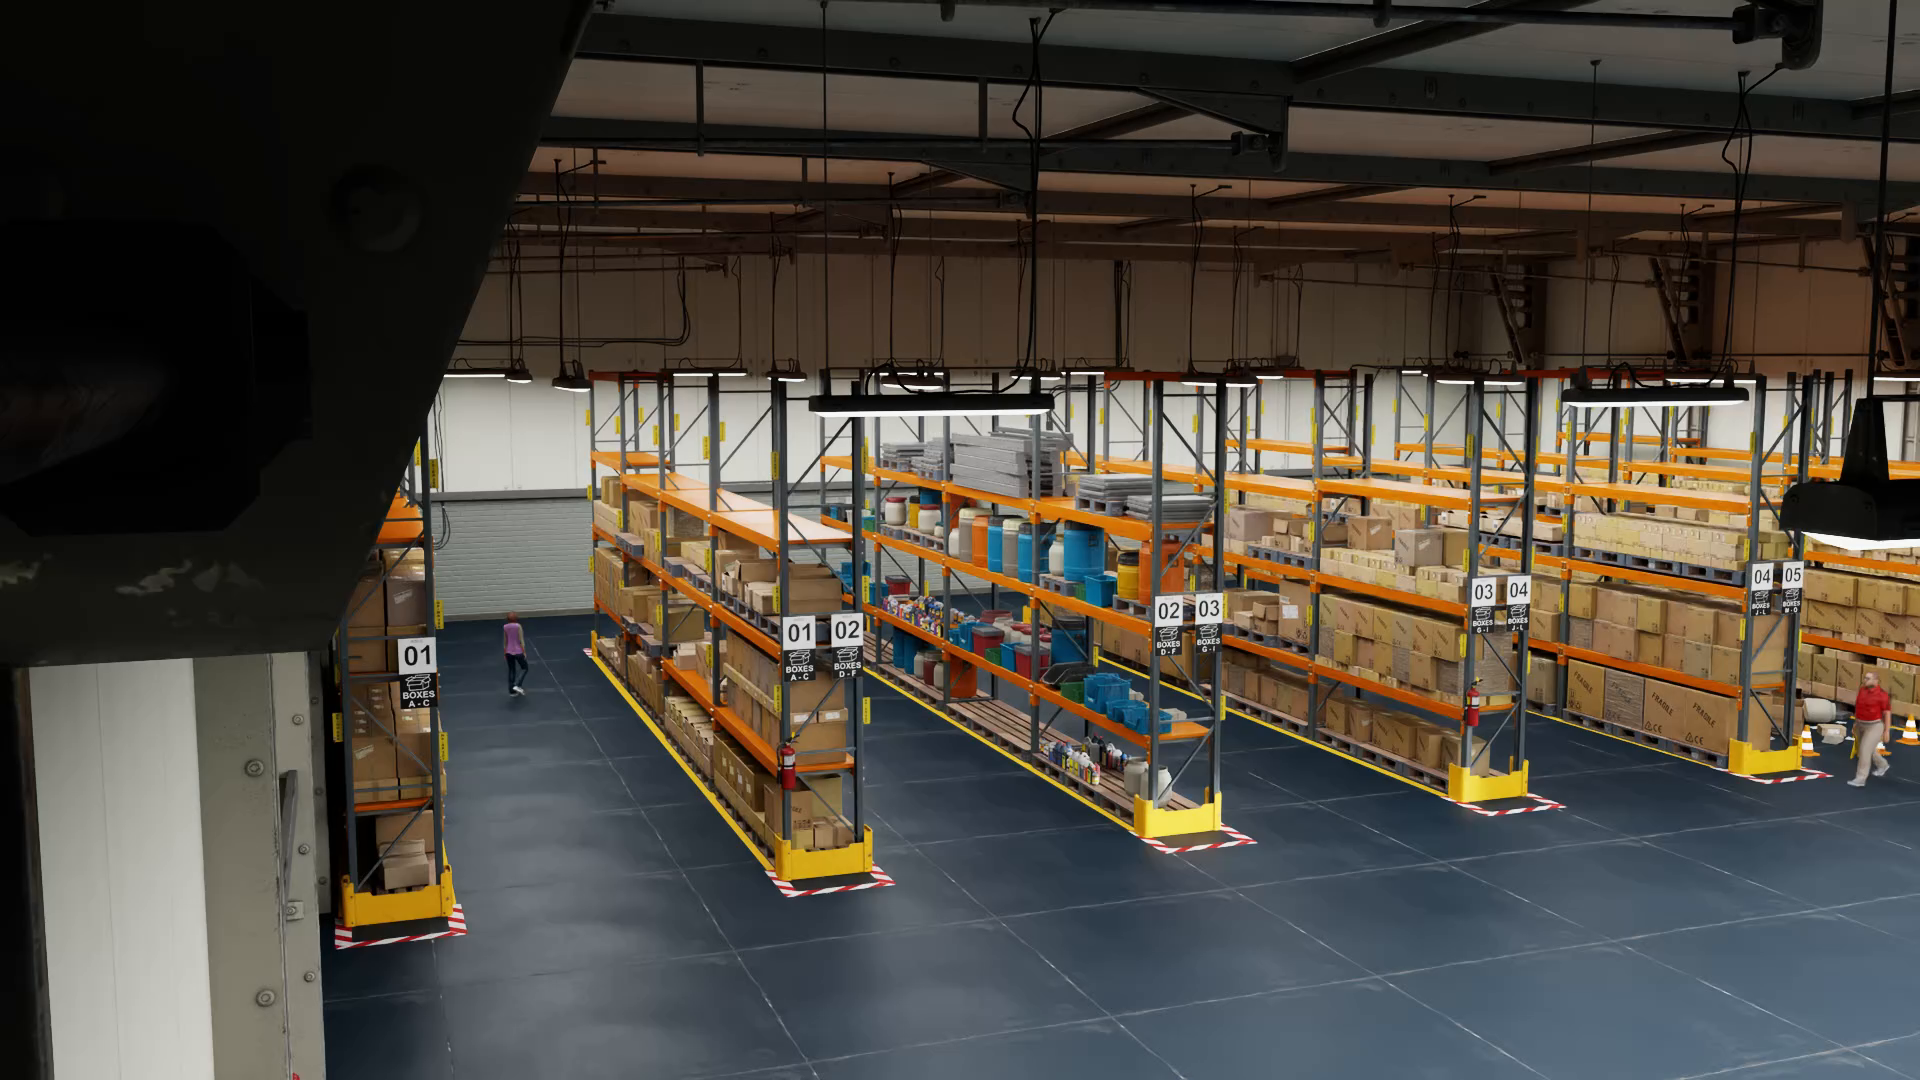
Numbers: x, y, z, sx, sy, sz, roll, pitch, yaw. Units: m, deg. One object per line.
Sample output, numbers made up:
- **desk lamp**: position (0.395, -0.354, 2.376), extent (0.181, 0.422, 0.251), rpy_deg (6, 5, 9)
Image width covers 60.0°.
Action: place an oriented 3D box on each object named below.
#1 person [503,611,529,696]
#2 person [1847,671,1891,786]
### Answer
- **person**: position (-8.254, 2.111, 30.749), extent (0.454, 1.598, 0.435), rpy_deg (2, 7, 15)
- **person**: position (13.440, 2.757, 24.485), extent (1.019, 1.679, 0.539), rpy_deg (-3, 7, -22)
